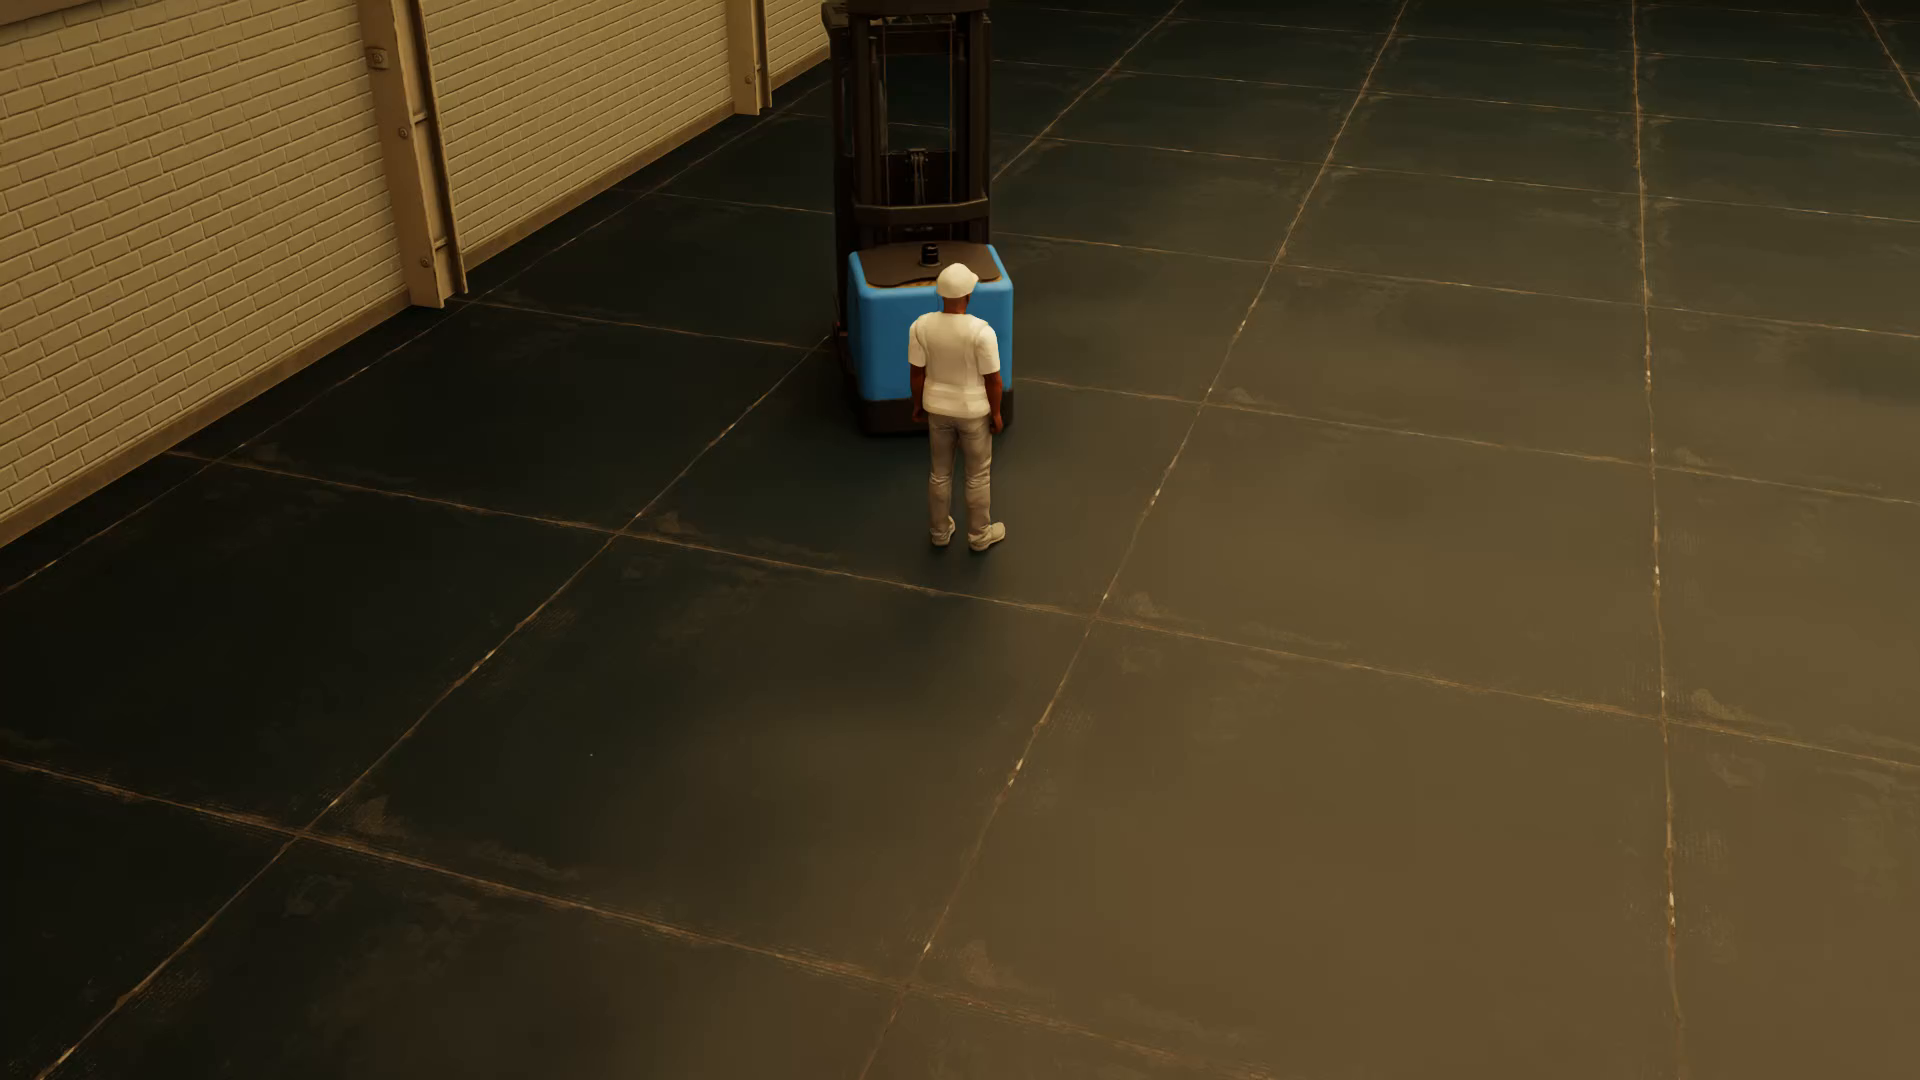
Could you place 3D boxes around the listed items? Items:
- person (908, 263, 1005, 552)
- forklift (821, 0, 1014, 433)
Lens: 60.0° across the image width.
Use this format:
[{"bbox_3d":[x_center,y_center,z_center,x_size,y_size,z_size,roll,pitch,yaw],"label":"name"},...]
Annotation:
[{"bbox_3d":[-0.009,-0.770,9.664,0.556,1.770,0.388,10,31,16],"label":"person"},{"bbox_3d":[-0.373,-2.705,11.882,1.130,2.935,3.031,-4,30,-8],"label":"forklift"}]
